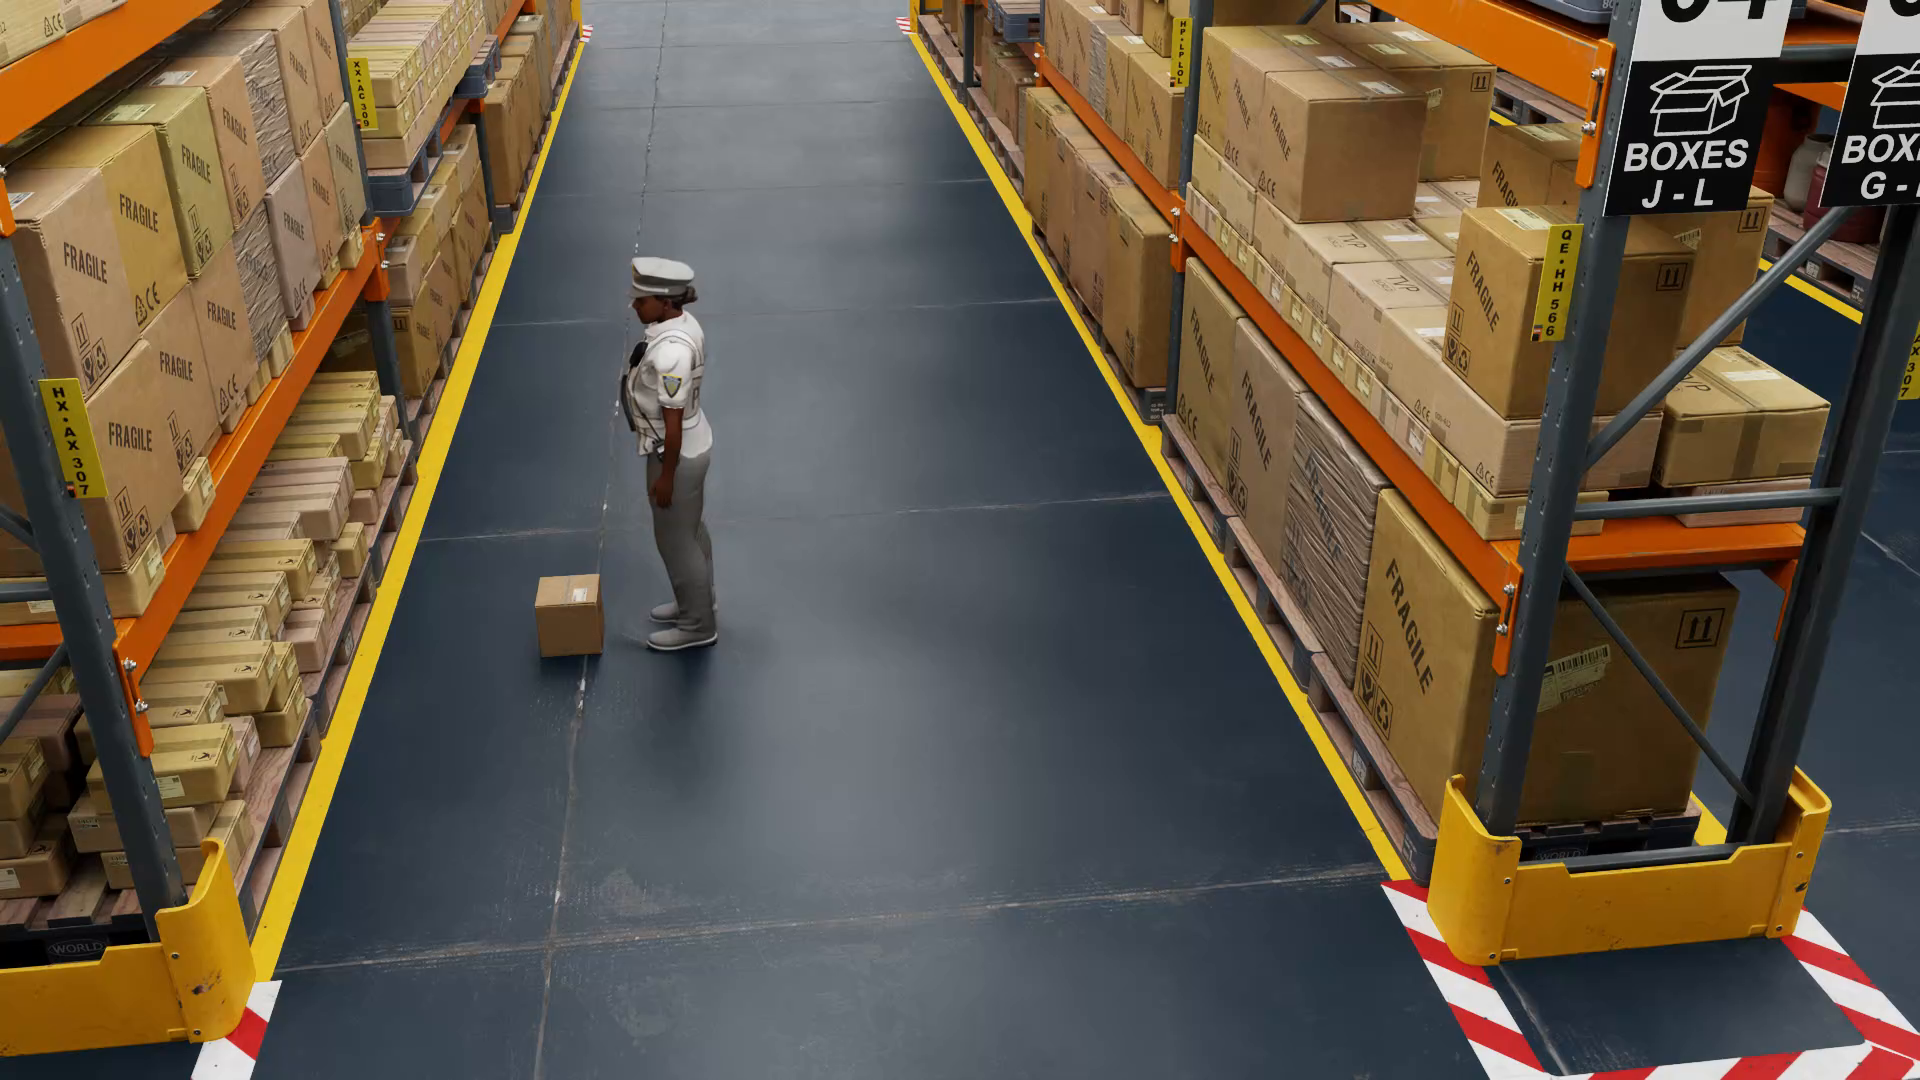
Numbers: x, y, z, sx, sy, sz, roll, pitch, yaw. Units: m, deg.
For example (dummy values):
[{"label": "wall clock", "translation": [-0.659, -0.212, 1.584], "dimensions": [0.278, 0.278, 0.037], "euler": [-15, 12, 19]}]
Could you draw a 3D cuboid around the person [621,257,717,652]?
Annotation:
[{"label": "person", "translation": [-1.171, -0.334, 6.766], "dimensions": [0.338, 1.681, 0.442], "euler": [-3, 28, -6]}]
